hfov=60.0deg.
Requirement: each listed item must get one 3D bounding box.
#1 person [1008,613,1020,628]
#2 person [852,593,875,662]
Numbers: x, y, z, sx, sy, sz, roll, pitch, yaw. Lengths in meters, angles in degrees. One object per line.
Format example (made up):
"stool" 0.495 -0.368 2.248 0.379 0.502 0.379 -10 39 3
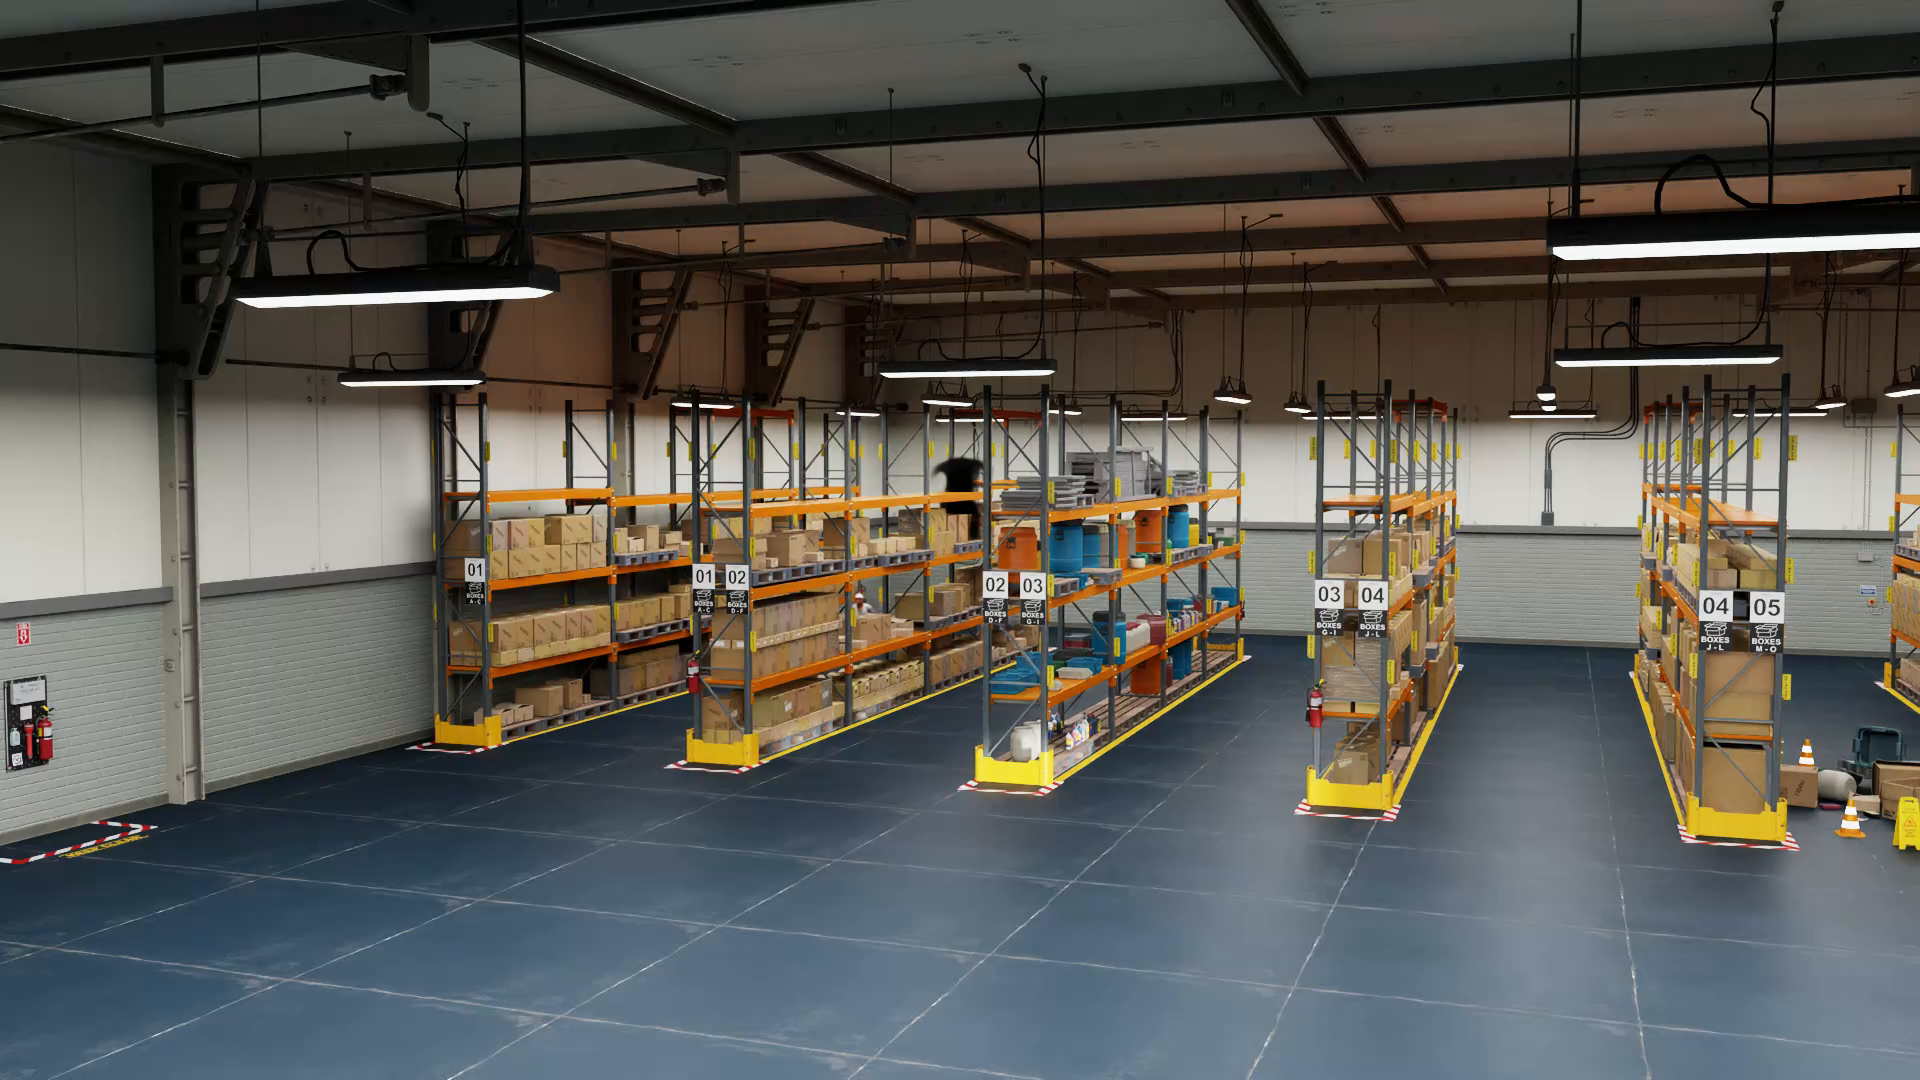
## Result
"person" 1.424 1.798 42.914 0.807 1.748 0.638 3 4 42
"person" -2.306 2.082 39.251 0.681 1.676 0.769 0 3 6
